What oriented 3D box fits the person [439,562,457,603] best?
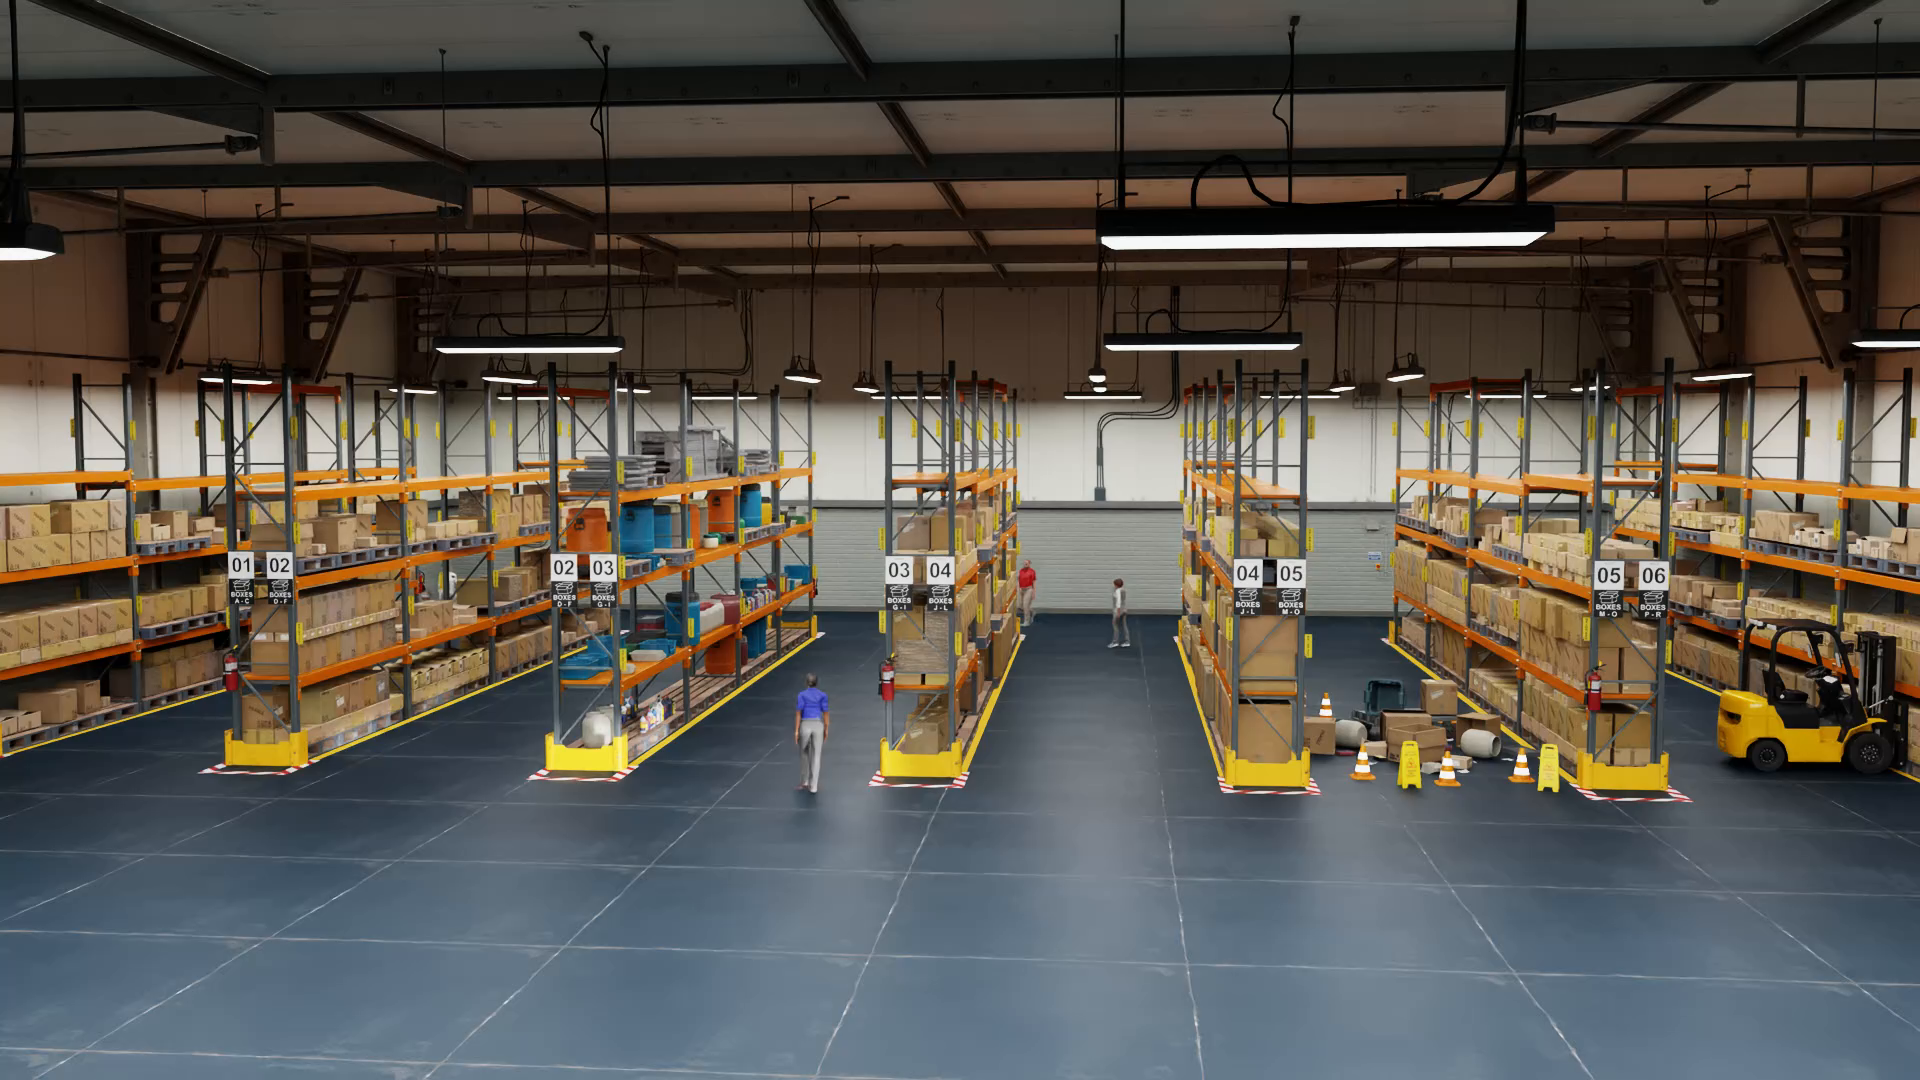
[{"bbox_3d":[-13.022,1.372,42.321,0.491,1.659,0.697,-3,5,-39],"label":"person"}]

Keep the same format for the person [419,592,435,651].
[{"bbox_3d":[-11.320,1.876,35.460,0.526,1.597,0.734,1,4,15],"label":"person"}]

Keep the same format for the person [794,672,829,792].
[{"bbox_3d":[-2.056,2.686,23.083,0.485,1.697,0.608,0,4,-7],"label":"person"}]

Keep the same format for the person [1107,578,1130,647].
[{"bbox_3d":[3.681,1.687,38.434,0.580,1.613,0.433,3,5,37],"label":"person"}]

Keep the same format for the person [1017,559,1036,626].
[{"bbox_3d":[1.731,1.334,42.502,0.617,1.707,0.528,-3,5,-38],"label":"person"}]
